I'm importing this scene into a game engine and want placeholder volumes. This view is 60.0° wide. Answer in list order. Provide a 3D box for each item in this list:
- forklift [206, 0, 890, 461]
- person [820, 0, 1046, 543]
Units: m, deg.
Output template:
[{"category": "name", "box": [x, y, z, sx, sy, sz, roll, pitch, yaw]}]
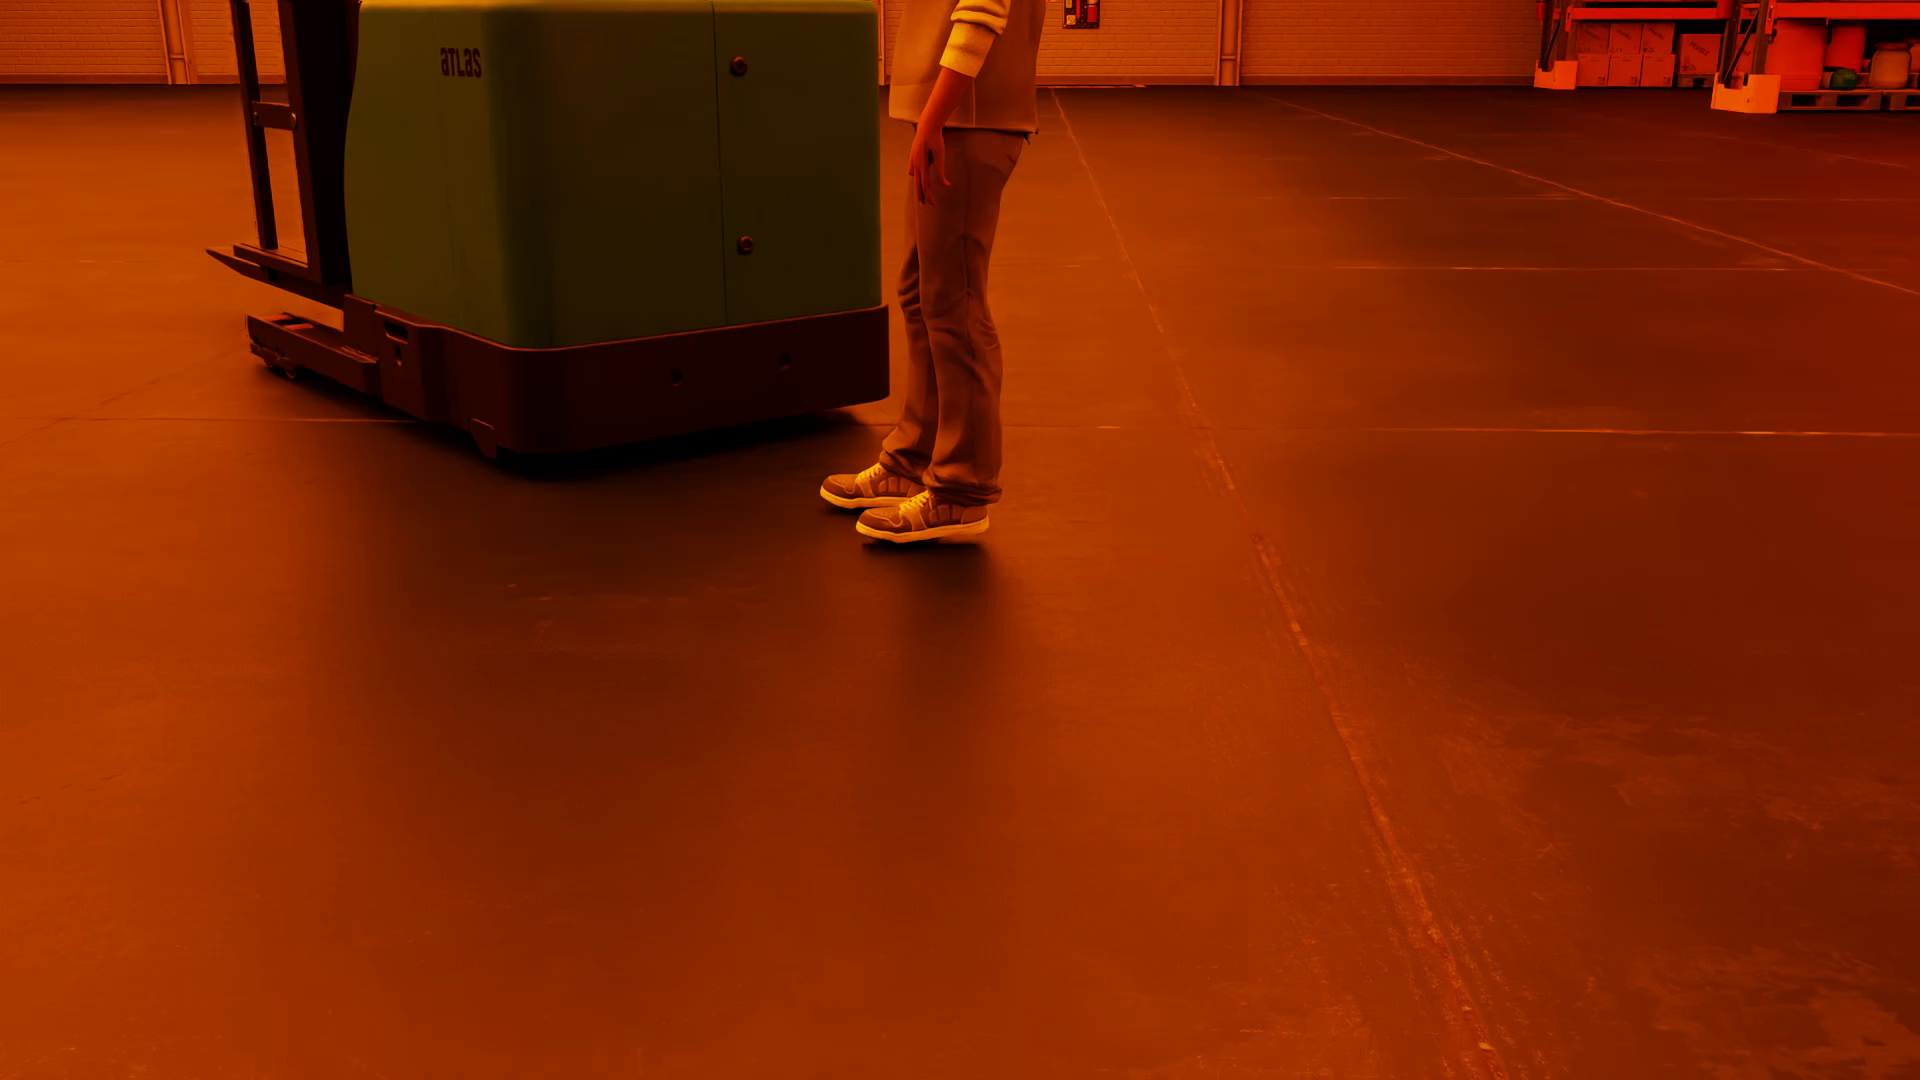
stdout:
[{"category": "forklift", "box": [-1.505, -1.955, 4.725, 1.130, 2.935, 3.031, -14, 22, -37]}, {"category": "person", "box": [-0.073, -0.775, 3.148, 0.475, 1.597, 0.520, 1, 17, 2]}]
